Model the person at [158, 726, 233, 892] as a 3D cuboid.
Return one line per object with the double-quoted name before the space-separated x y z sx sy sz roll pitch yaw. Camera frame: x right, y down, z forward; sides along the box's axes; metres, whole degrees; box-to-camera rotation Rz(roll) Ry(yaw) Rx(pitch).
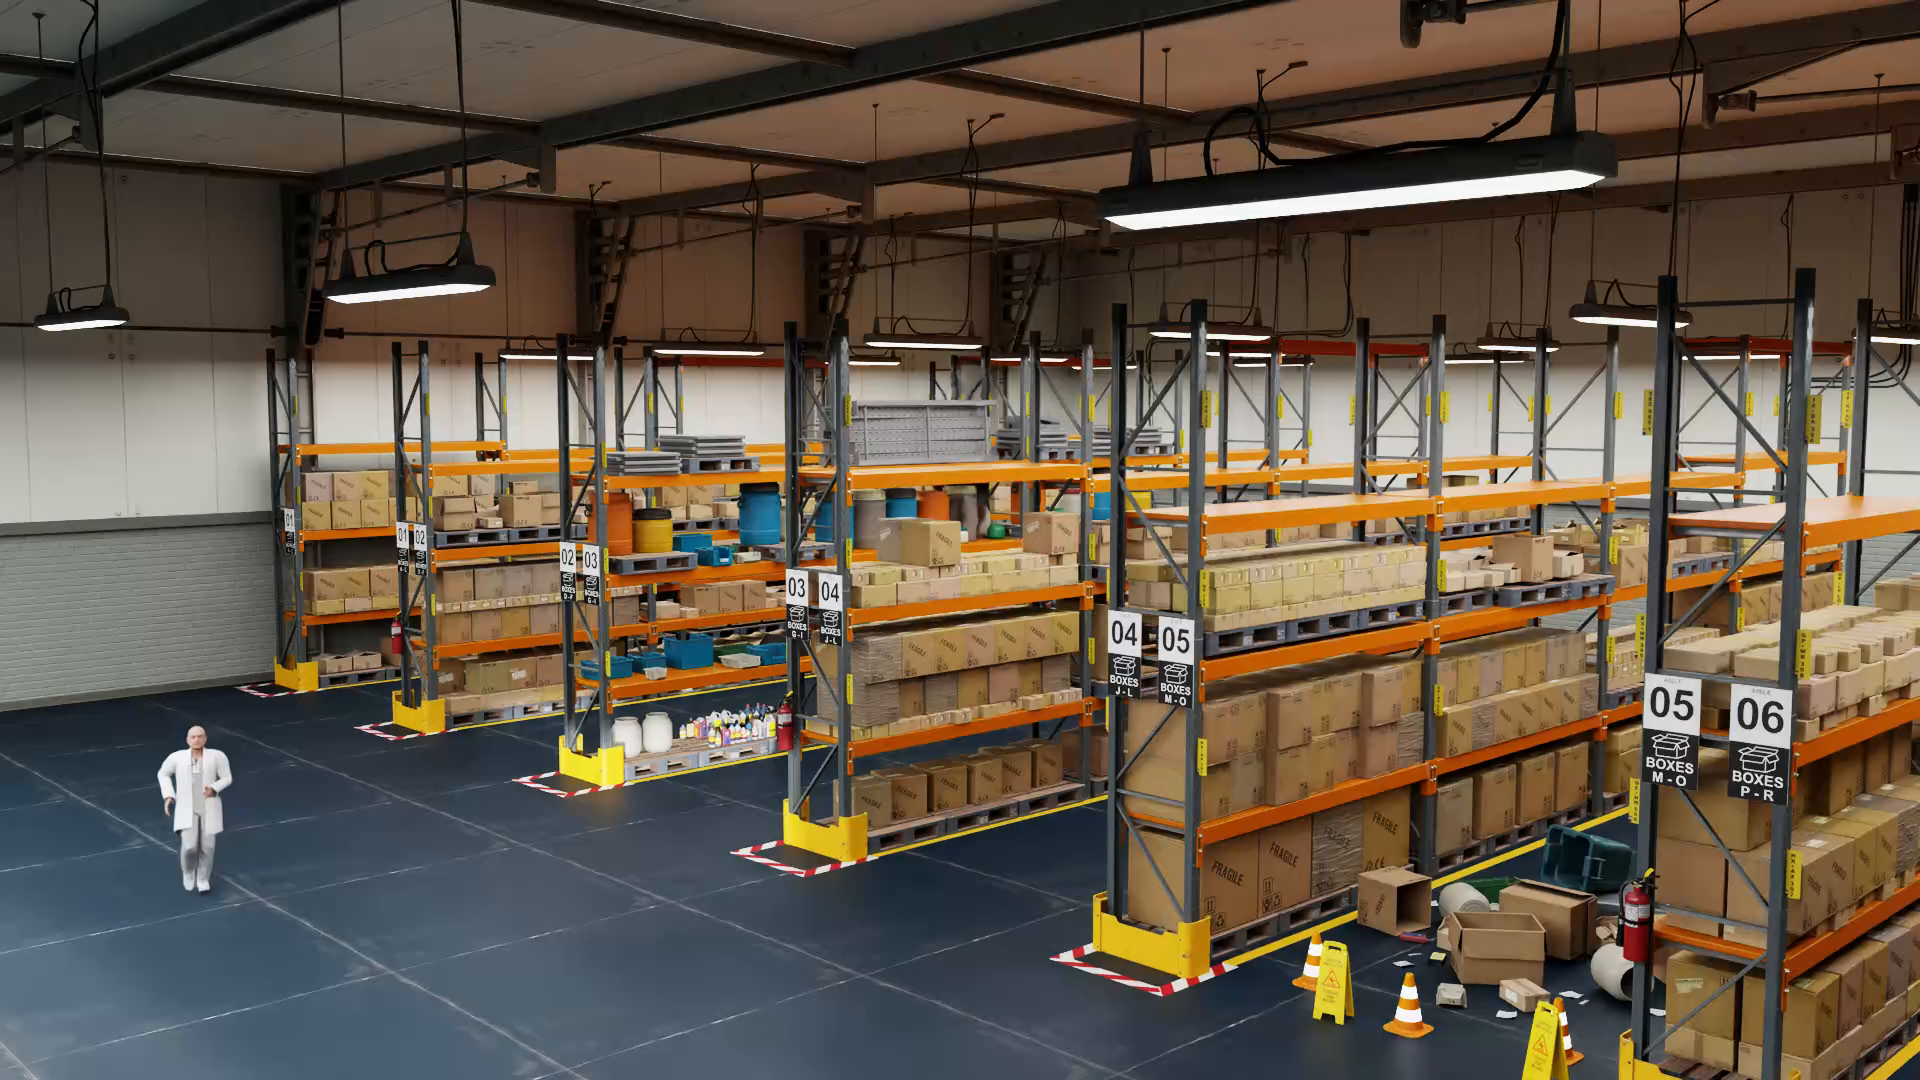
"person" -7.883 2.799 17.193 0.690 1.740 0.672 -3 6 -28
